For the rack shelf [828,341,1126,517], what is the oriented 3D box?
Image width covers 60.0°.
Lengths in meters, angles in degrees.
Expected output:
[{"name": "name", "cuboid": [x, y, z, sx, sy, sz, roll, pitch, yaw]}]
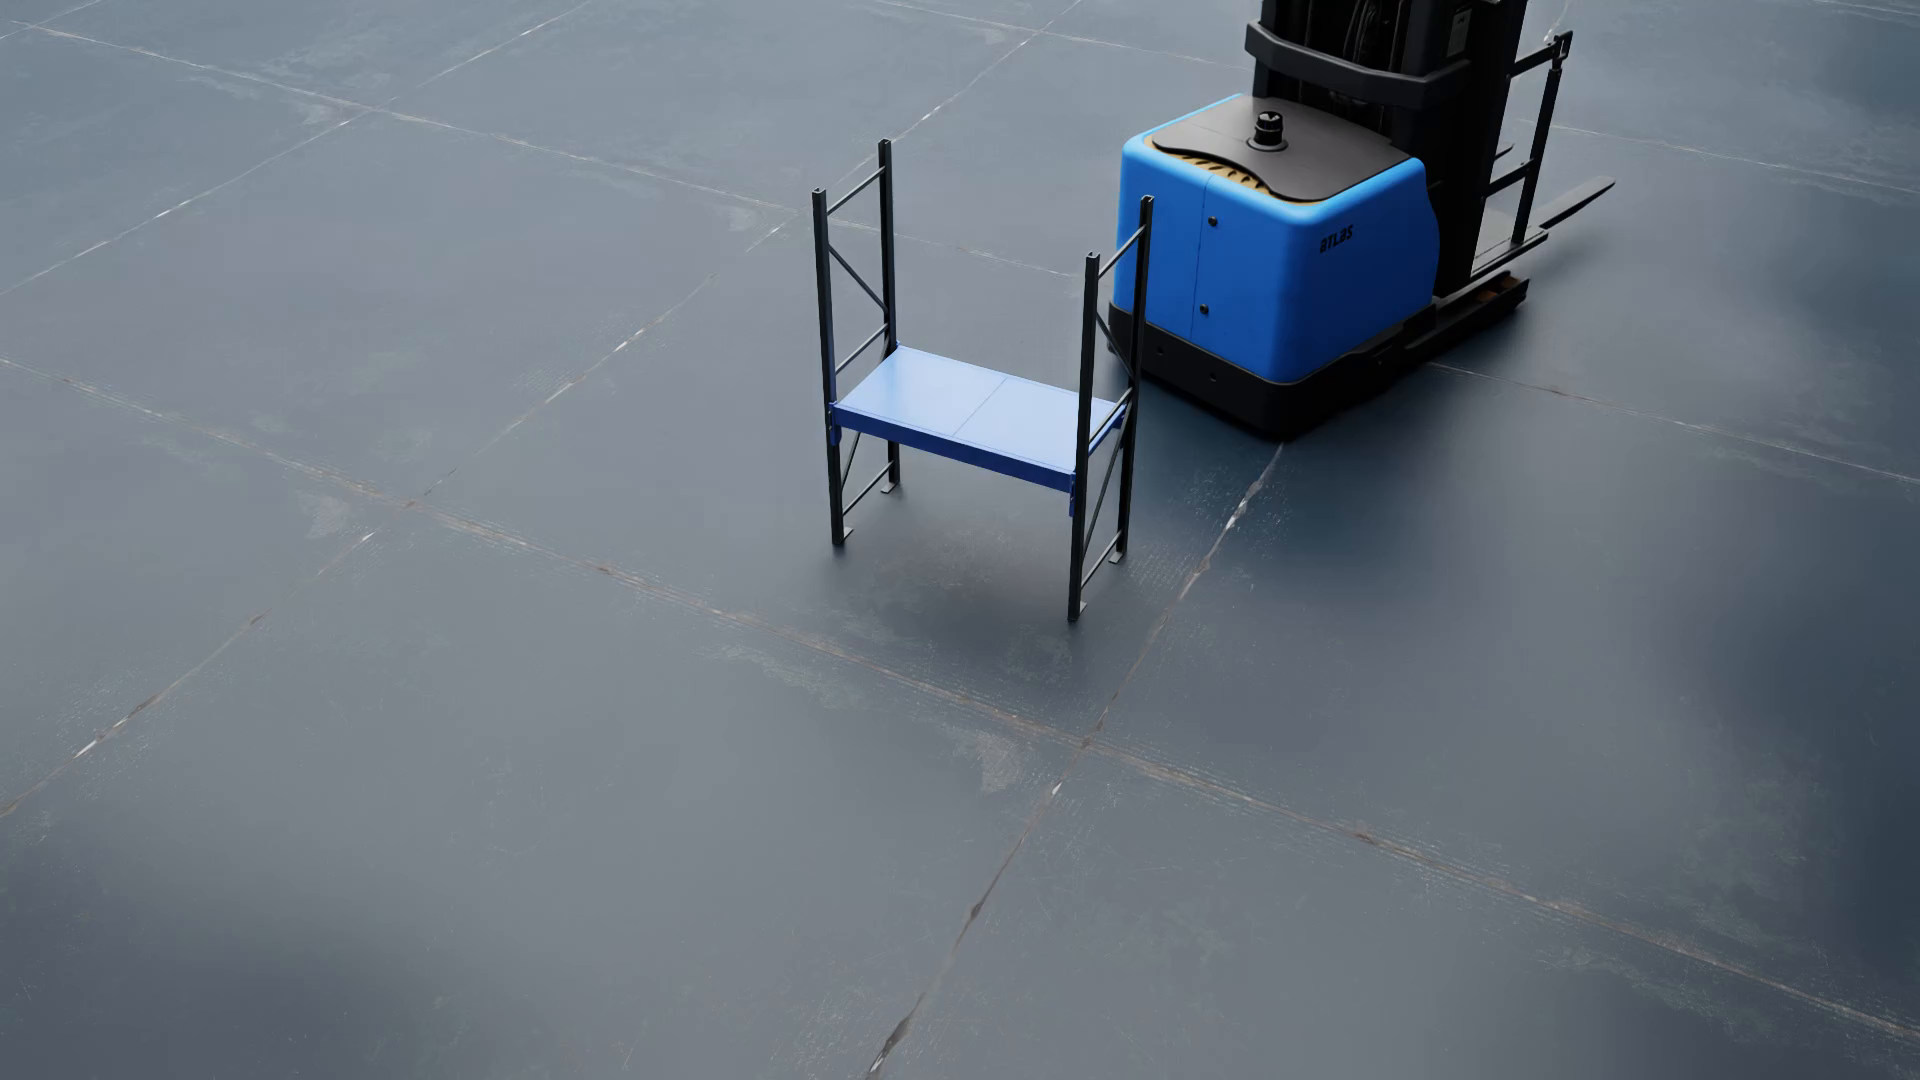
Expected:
[{"name": "rack shelf", "cuboid": [0.076, -0.430, 6.191, 1.000, 0.185, 0.538, 17, 41, 21]}]

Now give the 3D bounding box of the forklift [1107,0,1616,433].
[{"name": "forklift", "cuboid": [2.092, -2.394, 7.297, 3.031, 2.935, 1.130, -29, 46, -33]}]

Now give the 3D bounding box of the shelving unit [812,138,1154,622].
[{"name": "shelving unit", "cuboid": [0.076, -0.574, 6.082, 1.048, 1.500, 0.538, 17, 41, 21]}]

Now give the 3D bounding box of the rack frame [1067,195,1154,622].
[{"name": "rack frame", "cuboid": [0.527, -0.432, 5.896, 0.032, 1.500, 0.500, 17, 41, 21]}]

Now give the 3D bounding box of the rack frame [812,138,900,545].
[{"name": "rack frame", "cuboid": [-0.376, -0.715, 6.269, 0.032, 1.500, 0.500, 17, 41, 21]}]
